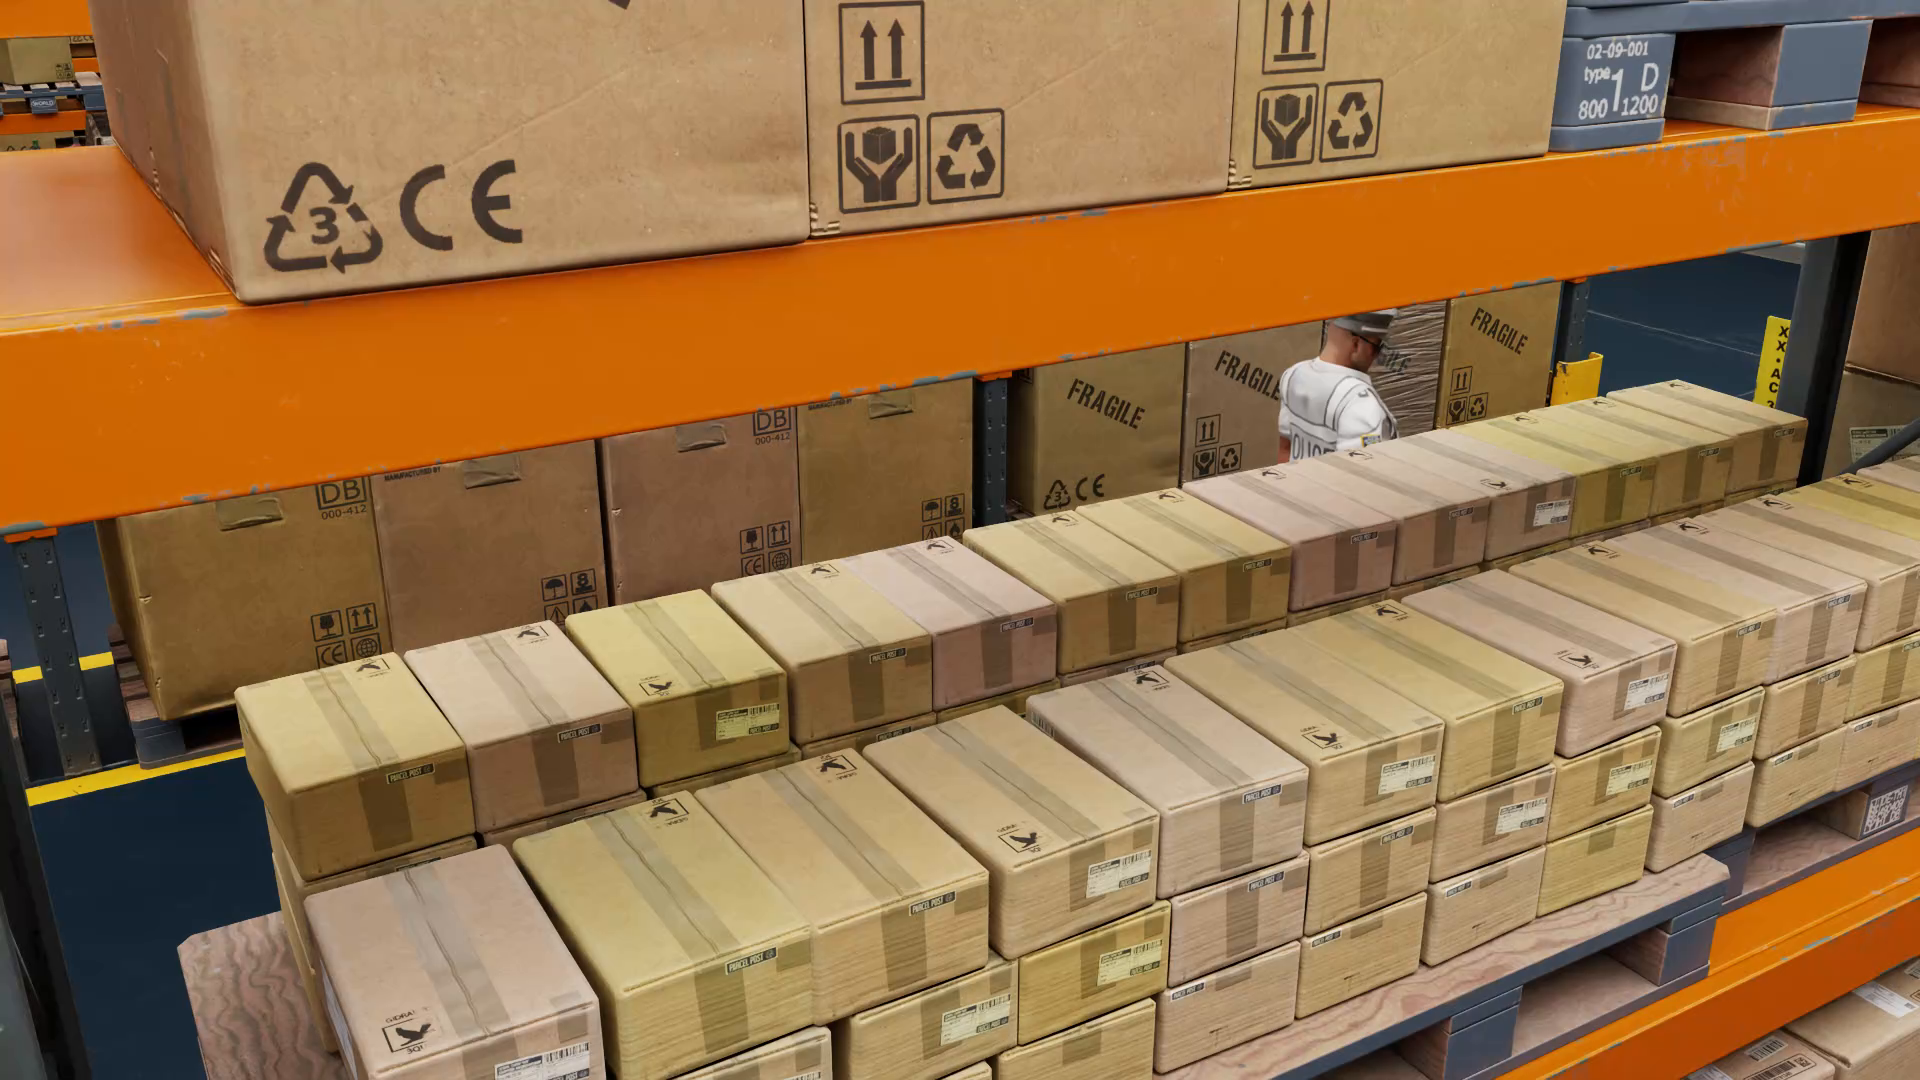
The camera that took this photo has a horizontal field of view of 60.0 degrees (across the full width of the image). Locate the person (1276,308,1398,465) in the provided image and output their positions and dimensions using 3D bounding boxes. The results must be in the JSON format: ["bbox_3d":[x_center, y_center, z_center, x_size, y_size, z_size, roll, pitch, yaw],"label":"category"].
[{"bbox_3d":[1.471,-0.061,6.233,0.736,1.728,0.568,-9,23,-21],"label":"person"}]
